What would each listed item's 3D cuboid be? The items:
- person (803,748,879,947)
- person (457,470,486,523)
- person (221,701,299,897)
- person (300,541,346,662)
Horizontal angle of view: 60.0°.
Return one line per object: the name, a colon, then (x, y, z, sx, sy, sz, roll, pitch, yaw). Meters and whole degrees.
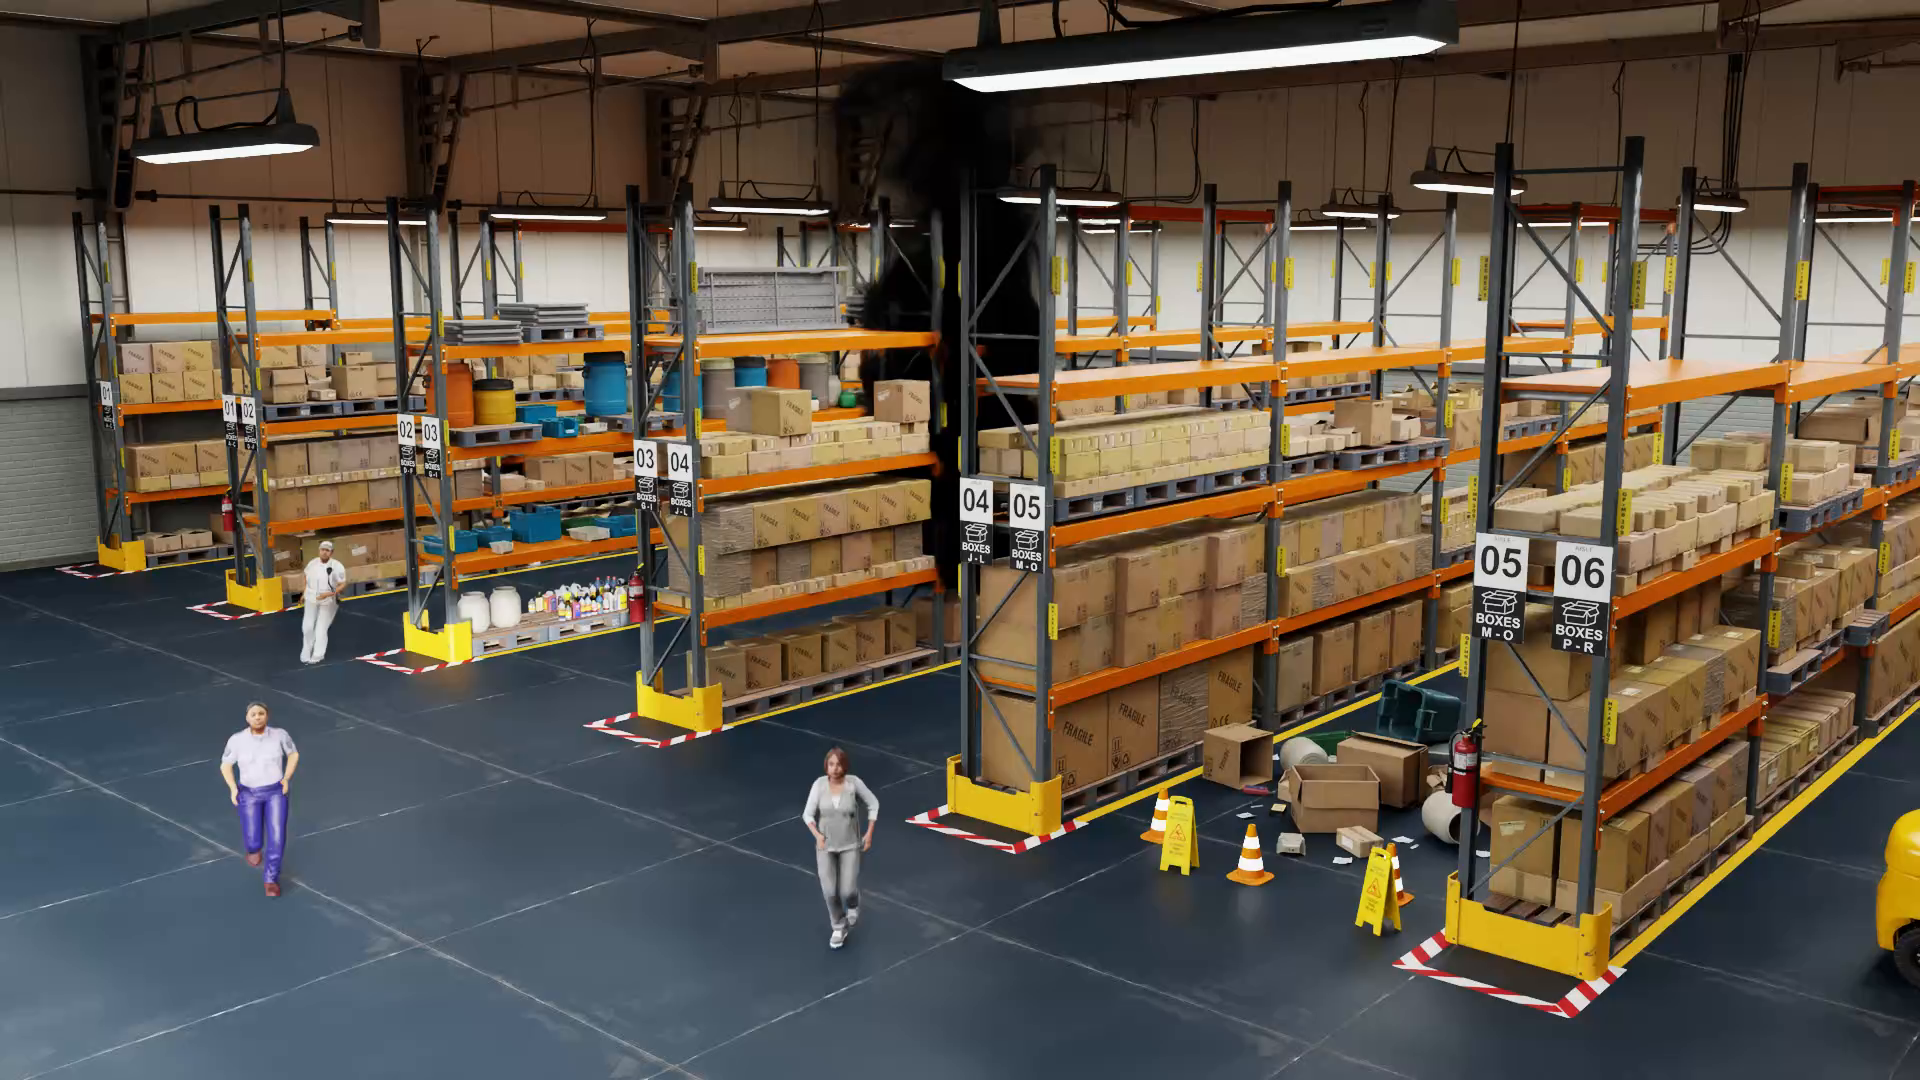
person: (-0.905, 2.332, 12.600, 0.570, 1.560, 0.562, 0, 9, 1)
person: (-8.780, -0.661, 29.934, 0.676, 1.820, 0.750, 6, 11, 31)
person: (-5.787, 2.115, 13.811, 0.608, 1.608, 0.607, -5, 11, -26)
person: (-8.248, 0.814, 21.487, 0.615, 1.602, 0.603, -1, 10, -6)
